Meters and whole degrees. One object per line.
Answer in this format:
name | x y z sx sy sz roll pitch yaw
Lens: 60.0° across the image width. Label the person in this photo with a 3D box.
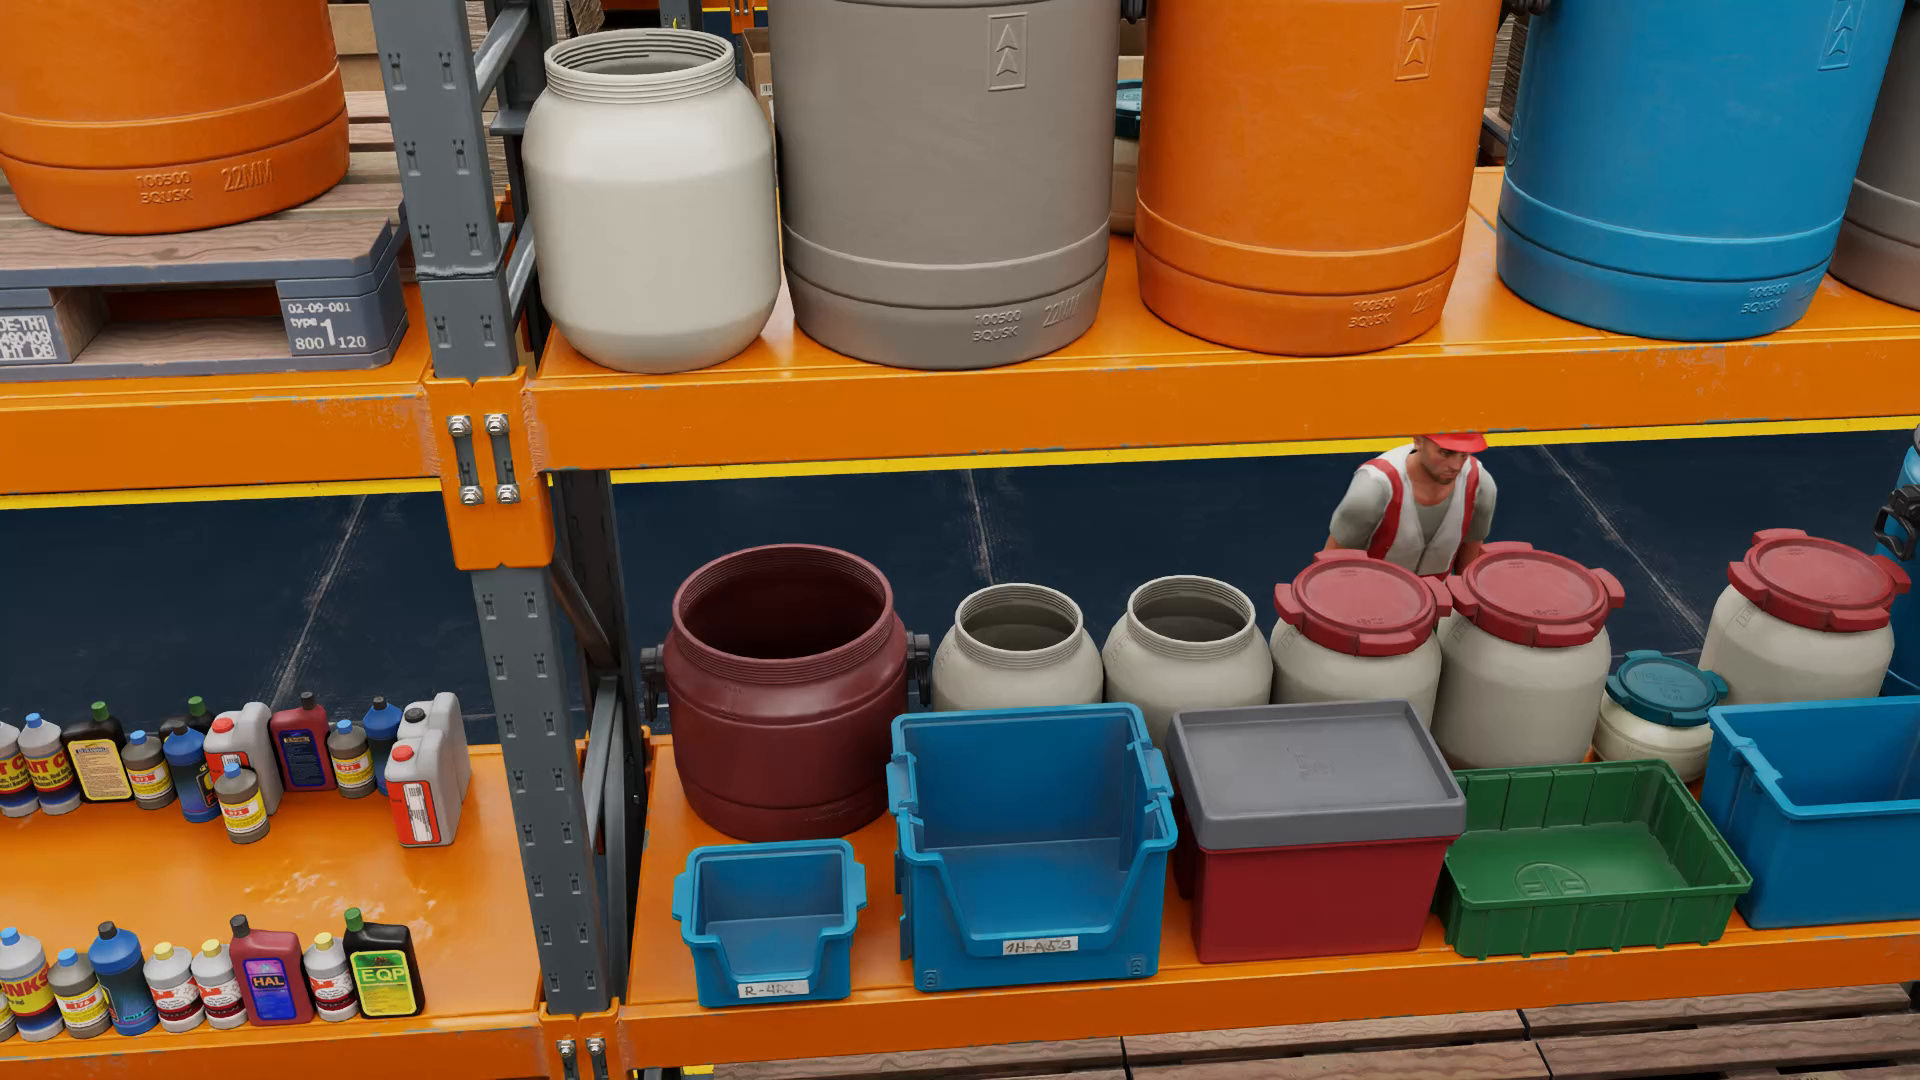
person | 1.493 0.280 5.650 0.610 1.777 0.452 -4 31 -7
